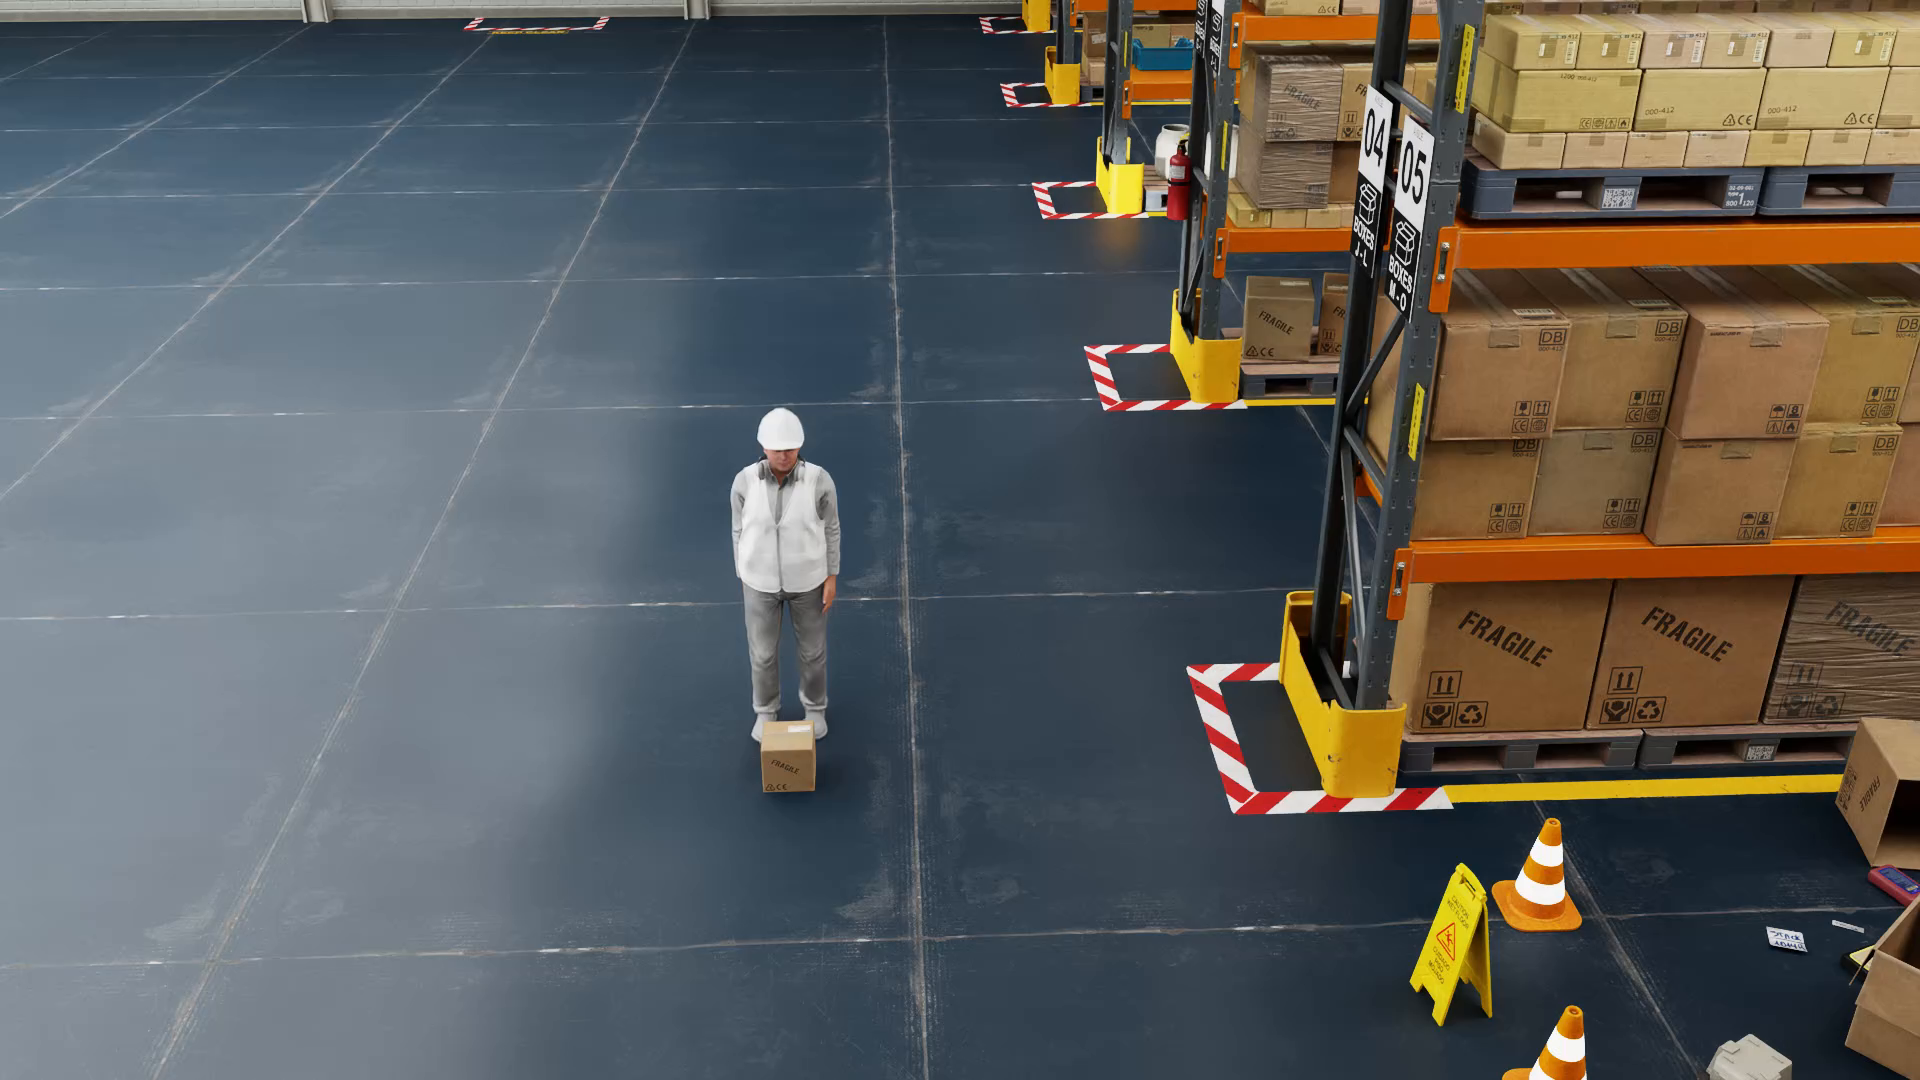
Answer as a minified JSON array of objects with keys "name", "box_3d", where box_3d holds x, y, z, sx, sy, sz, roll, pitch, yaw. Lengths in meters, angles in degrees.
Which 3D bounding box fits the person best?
[{"name":"person","box_3d":[-0.851,0.187,8.237,0.532,1.767,0.361,-1,27,-1]}]
